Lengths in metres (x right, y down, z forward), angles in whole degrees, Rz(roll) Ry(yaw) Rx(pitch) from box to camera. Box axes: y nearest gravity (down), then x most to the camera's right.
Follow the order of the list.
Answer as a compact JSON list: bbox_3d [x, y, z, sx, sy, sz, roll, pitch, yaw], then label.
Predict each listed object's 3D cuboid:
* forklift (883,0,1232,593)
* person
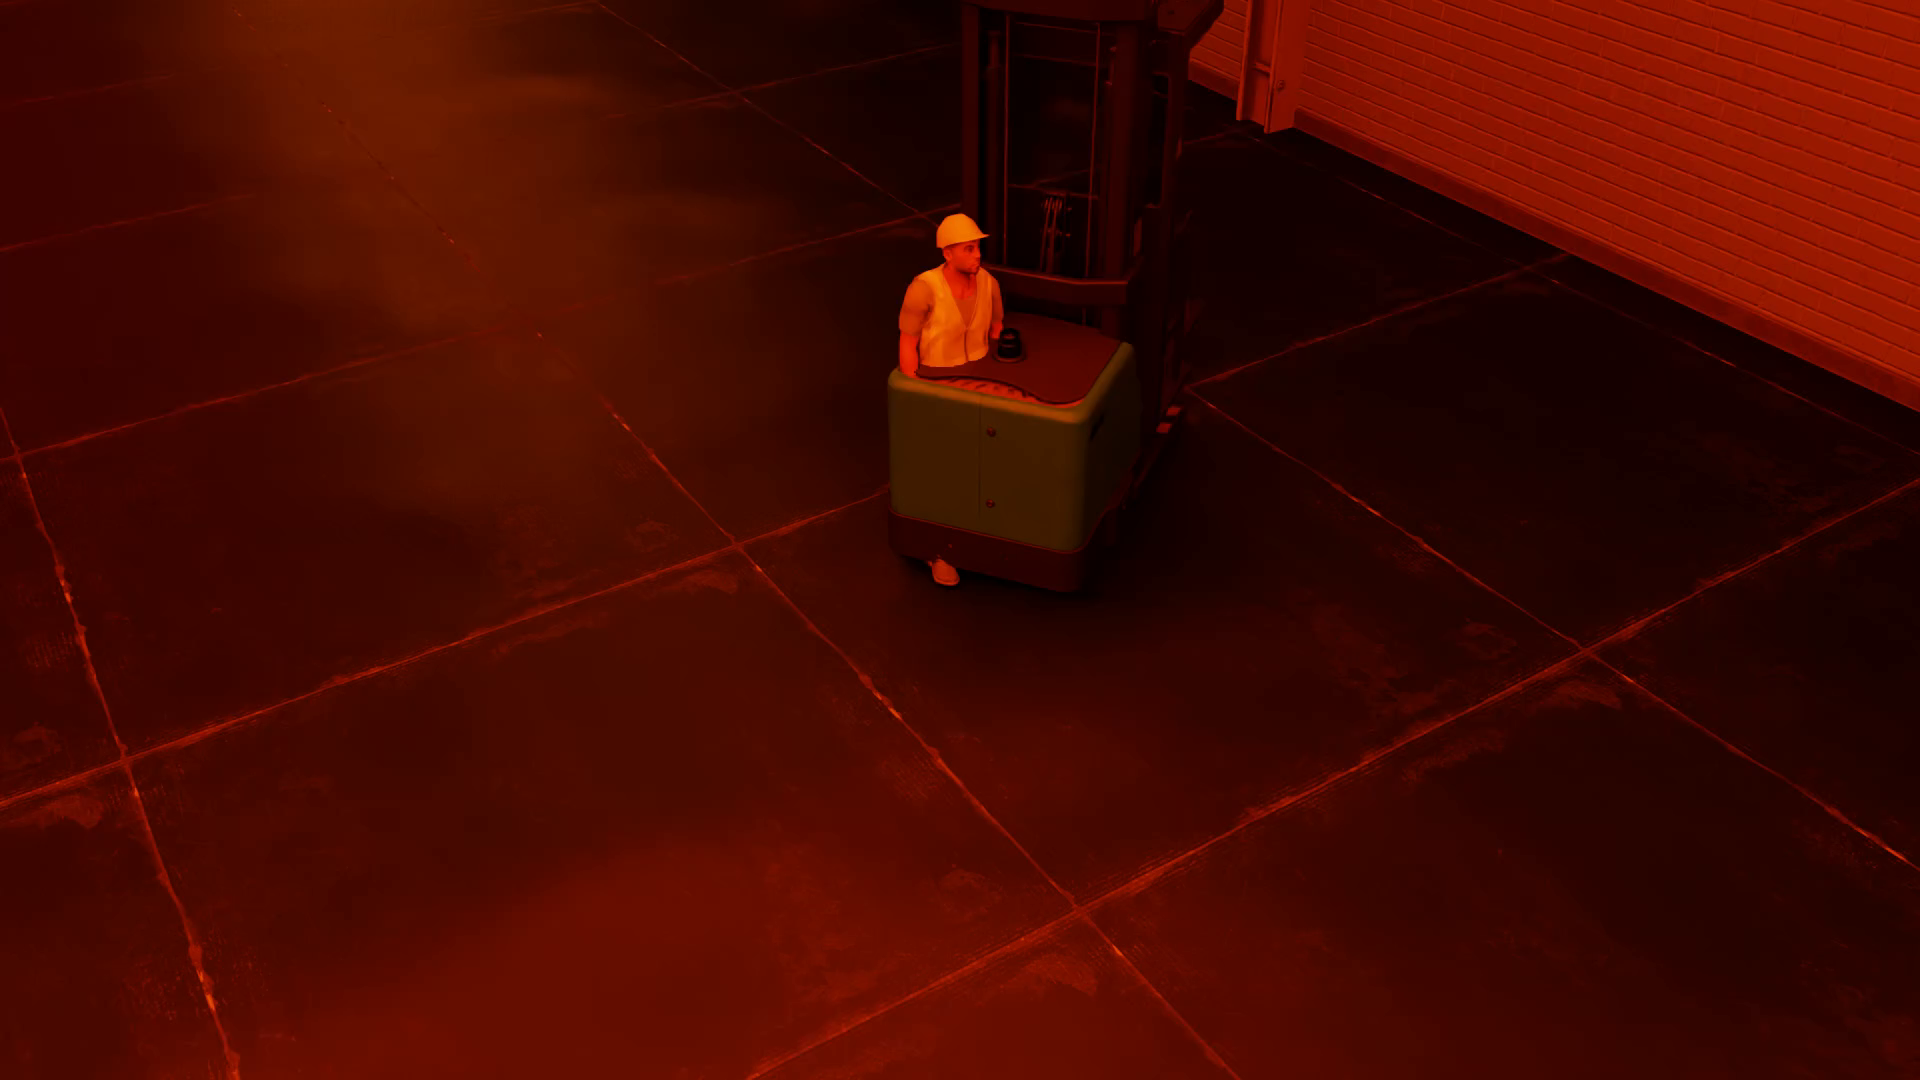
[{"bbox_3d":[0.682,-1.777,8.677,1.130,2.935,3.031,15,38,20],"label":"forklift"},{"bbox_3d":[0.032,-0.696,8.119,0.637,1.786,0.567,-21,40,-27],"label":"person"}]
